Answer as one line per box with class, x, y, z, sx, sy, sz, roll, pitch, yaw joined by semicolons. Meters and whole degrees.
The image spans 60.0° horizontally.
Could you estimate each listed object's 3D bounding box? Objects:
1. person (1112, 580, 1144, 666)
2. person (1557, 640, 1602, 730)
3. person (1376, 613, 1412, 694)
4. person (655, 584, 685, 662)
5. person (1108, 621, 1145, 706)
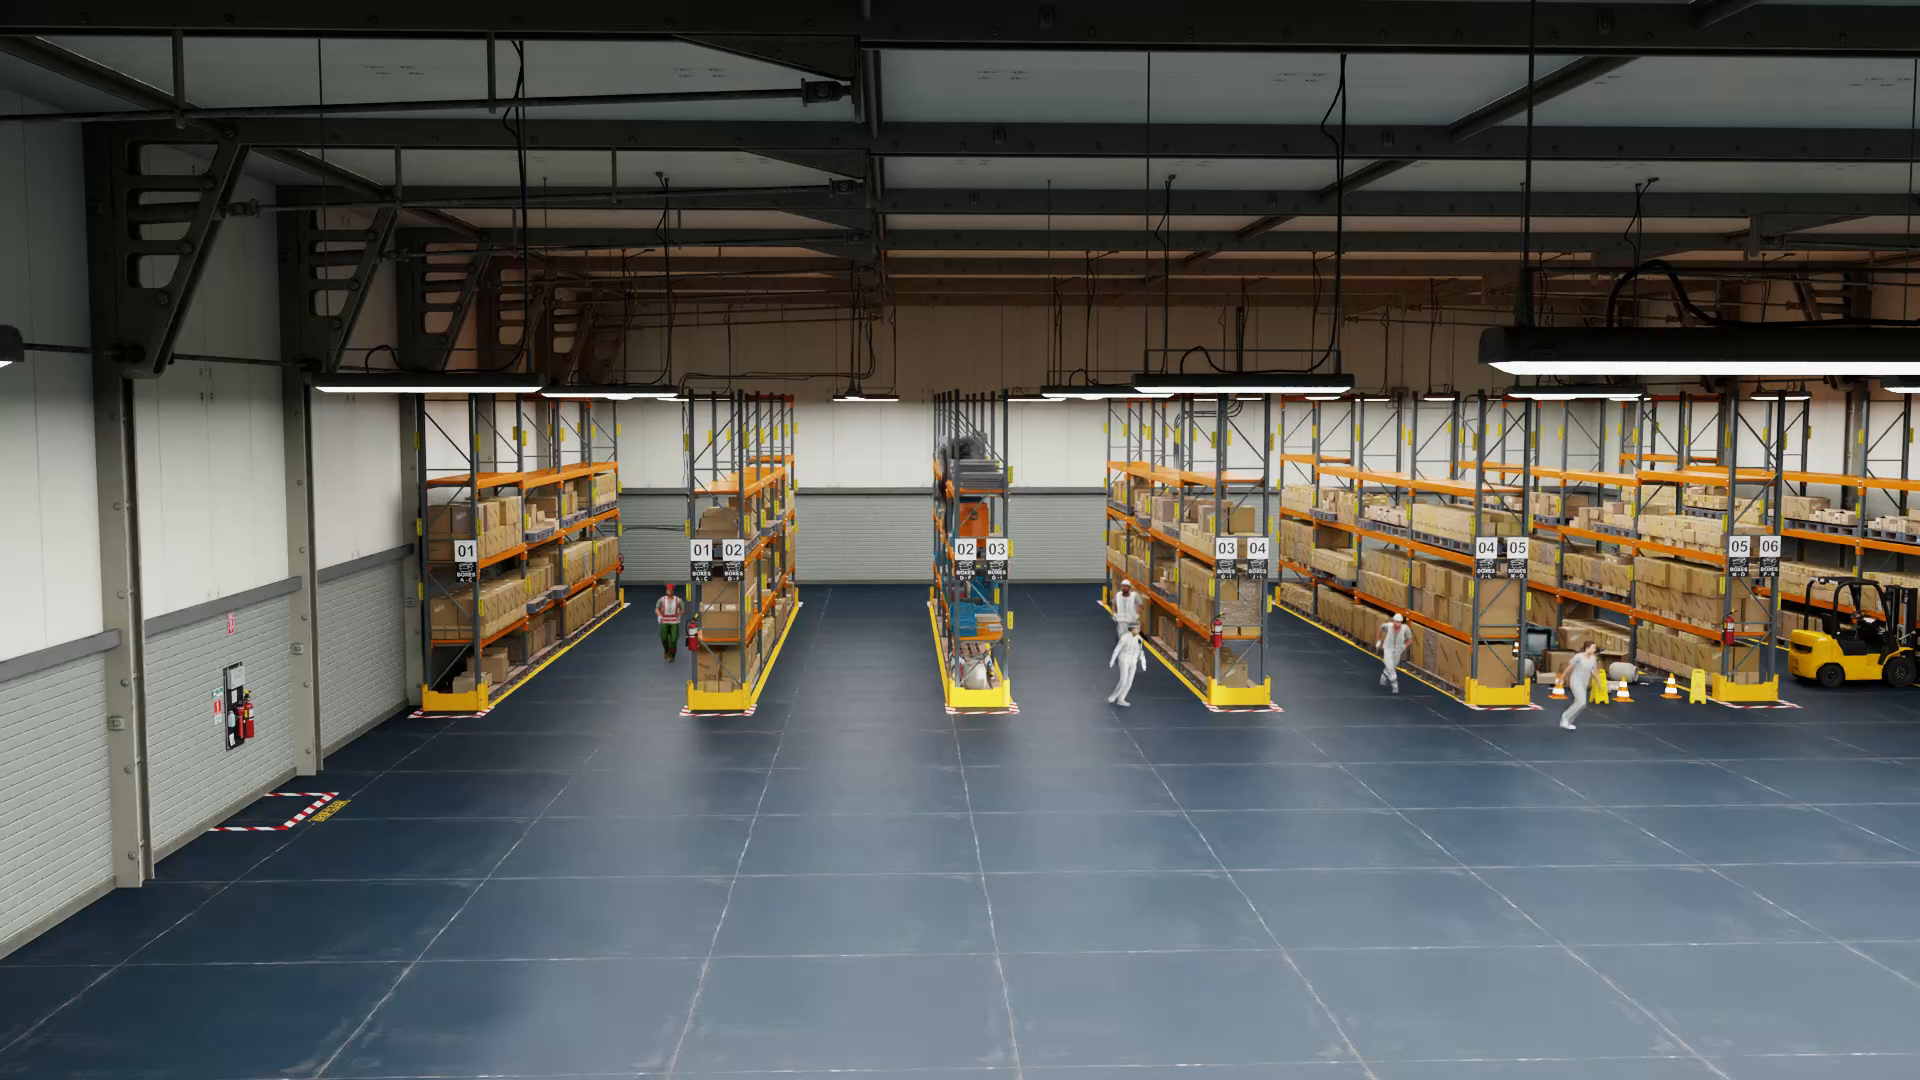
person;3.514;1.715;34.889;0.689;1.791;0.697;1;5;12
person;10.870;2.537;29.135;0.563;1.609;0.655;-3;5;-29
person;8.625;2.210;33.167;0.688;1.602;1.141;0;5;4
person;-6.426;1.847;36.818;0.654;1.743;0.586;0;5;-5
person;3.174;2.345;31.565;0.633;1.635;0.539;-3;5;-30
